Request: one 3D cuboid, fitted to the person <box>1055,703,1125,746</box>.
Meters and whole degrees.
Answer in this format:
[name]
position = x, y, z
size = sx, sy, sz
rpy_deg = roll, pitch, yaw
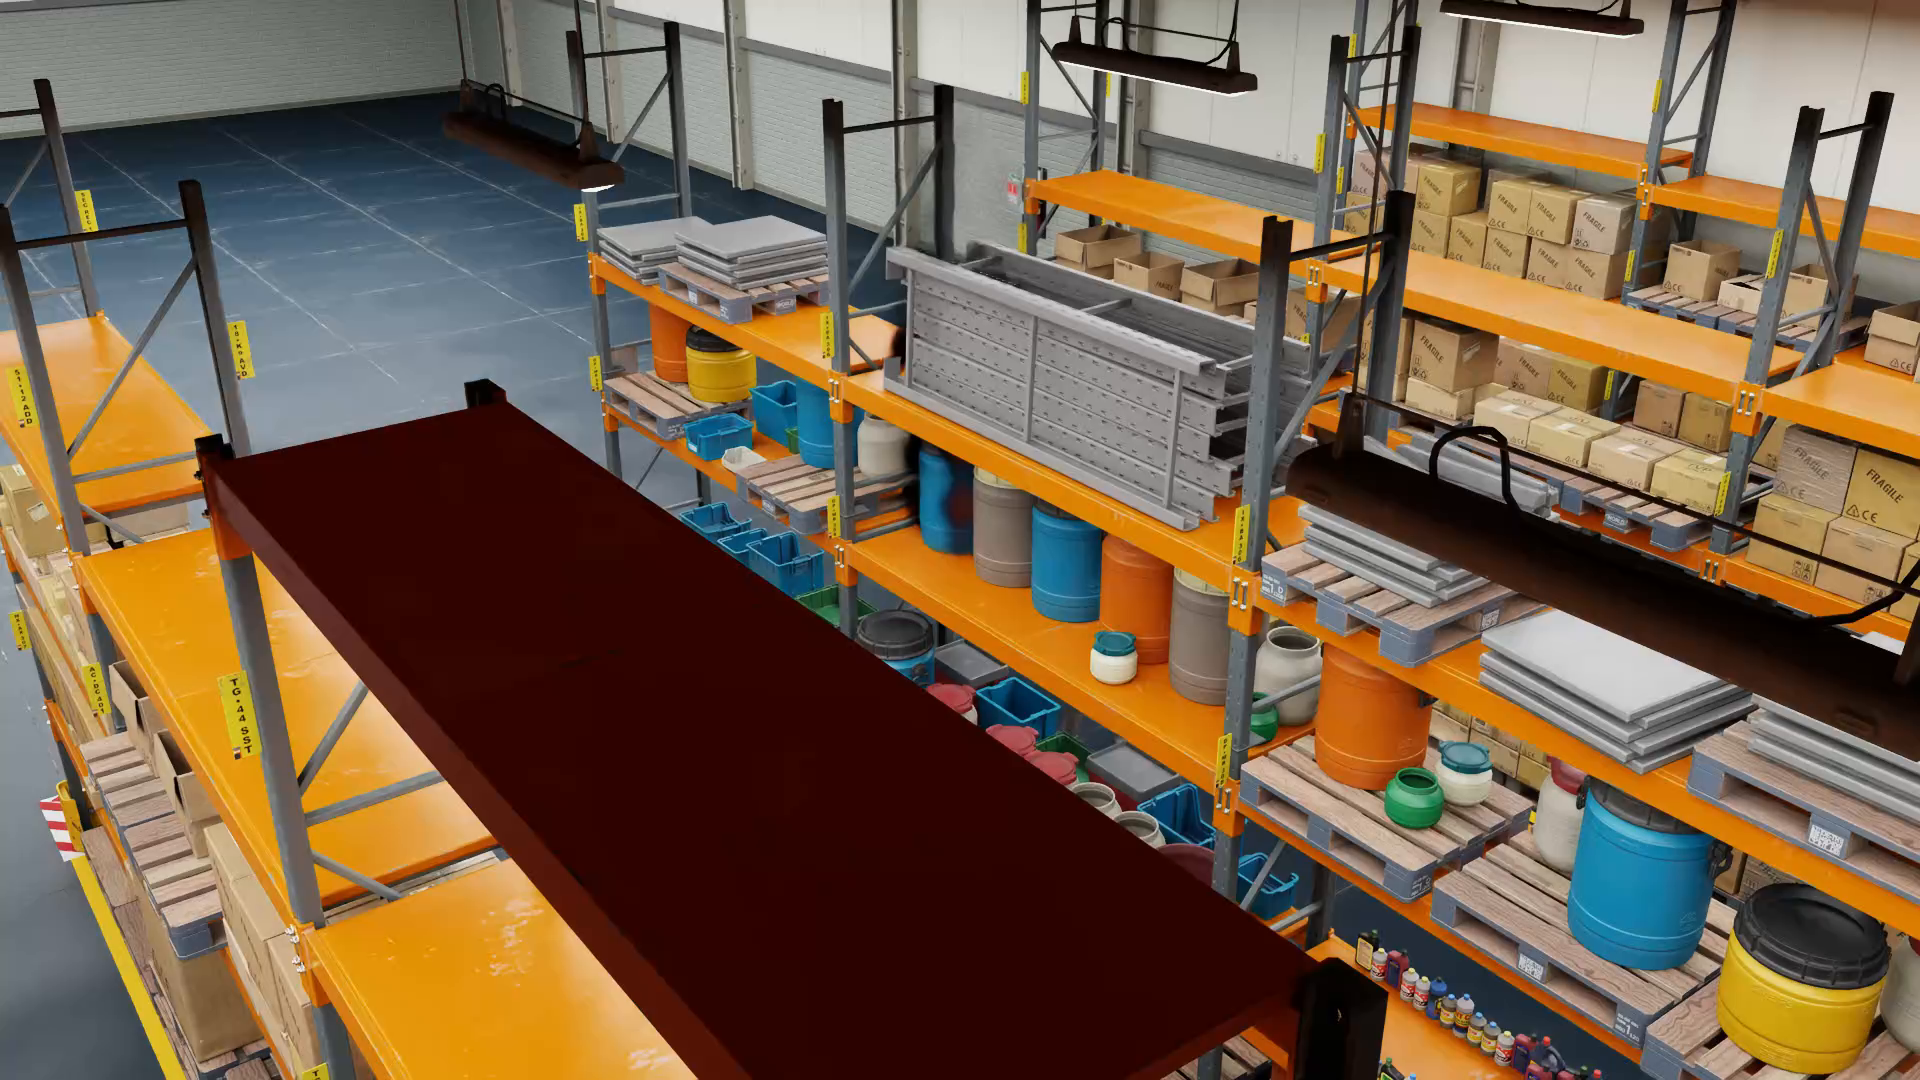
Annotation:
[person]
position = 1.123, 1.047, 13.956
size = 0.570, 1.737, 0.809
rpy_deg = -17, 30, -33
